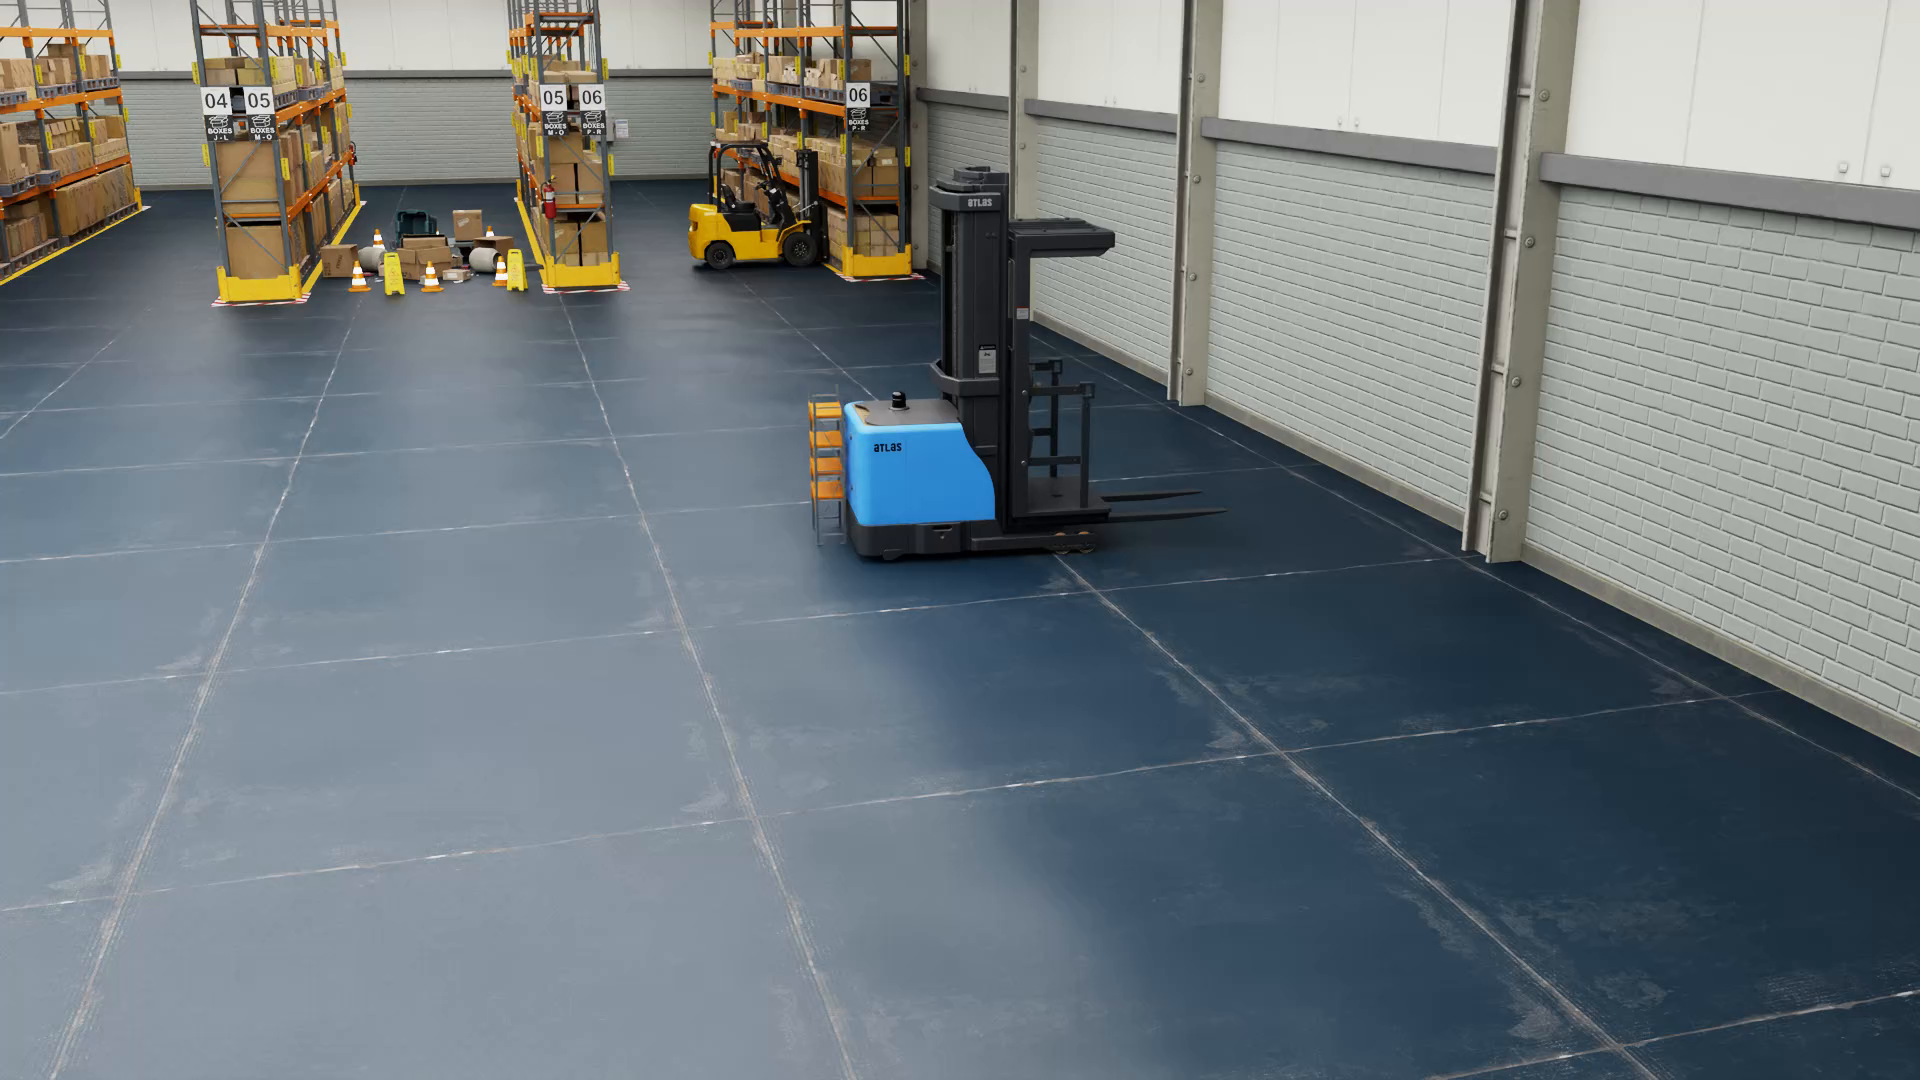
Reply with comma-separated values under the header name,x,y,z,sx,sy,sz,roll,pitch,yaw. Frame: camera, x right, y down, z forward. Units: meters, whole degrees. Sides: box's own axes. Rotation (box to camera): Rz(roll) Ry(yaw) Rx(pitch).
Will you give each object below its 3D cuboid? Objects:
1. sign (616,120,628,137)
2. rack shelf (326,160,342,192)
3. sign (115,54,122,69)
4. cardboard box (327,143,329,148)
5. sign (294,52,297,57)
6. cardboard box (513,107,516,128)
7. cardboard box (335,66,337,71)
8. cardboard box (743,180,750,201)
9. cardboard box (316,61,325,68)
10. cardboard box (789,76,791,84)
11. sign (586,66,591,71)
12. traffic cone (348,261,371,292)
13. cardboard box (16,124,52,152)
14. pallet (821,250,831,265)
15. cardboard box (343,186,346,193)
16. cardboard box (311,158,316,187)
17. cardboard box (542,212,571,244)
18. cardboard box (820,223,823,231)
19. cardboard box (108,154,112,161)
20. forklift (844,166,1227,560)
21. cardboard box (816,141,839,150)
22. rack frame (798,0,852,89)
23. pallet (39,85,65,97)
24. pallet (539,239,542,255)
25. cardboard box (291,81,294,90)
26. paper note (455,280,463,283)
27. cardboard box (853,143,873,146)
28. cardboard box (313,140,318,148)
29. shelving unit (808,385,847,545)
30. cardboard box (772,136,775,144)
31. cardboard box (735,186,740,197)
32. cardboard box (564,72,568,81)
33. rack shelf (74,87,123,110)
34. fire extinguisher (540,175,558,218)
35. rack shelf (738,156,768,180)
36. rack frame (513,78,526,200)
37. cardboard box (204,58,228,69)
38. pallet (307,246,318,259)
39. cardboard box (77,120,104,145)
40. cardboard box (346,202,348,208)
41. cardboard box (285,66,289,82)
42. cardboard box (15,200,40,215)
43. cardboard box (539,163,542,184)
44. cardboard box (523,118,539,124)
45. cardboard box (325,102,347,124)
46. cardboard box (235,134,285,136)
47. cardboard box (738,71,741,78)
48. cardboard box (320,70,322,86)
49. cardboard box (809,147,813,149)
name,x,y,z,sx,sy,sz,roll,pitch,yaw
sign,-9.699,-11.806,47.706,0.329,0.494,0.001,-5,17,-15
rack shelf,-13.688,-7.648,34.949,1.077,0.370,4.000,-5,17,-15
sign,-19.608,-11.150,38.741,0.100,0.325,0.005,-5,17,-15
cardboard box,-13.720,-8.458,35.583,0.380,0.149,0.250,-5,18,-17
sign,-15.858,-11.464,39.670,0.100,0.325,0.005,-5,17,-15
cardboard box,-10.747,-10.443,41.091,0.500,0.500,0.500,-5,17,-16
cardboard box,-14.558,-10.725,38.121,0.500,0.250,0.500,-5,18,-18
cardboard box,-4.818,-8.211,39.187,0.500,0.500,0.500,-4,17,-13
cardboard box,-14.085,-10.440,36.480,0.380,0.149,0.250,-5,17,-16
cardboard box,-3.130,-8.991,32.489,0.380,0.149,0.250,-5,17,-15
sign,-6.788,-8.481,30.360,0.100,0.325,0.005,-5,17,-15
traffic cone,-9.720,-4.271,26.865,0.336,0.463,0.334,-5,17,-15
cardboard box,-18.120,-7.807,32.310,0.797,0.503,0.637,-4,17,-13
pallet,-2.019,-5.249,30.558,1.003,0.211,1.213,-5,17,-15
cardboard box,-14.354,-8.072,38.302,0.380,0.149,0.250,-4,17,-14
cardboard box,-12.064,-6.687,30.326,0.500,0.500,0.500,-5,17,-15
cardboard box,-7.105,-5.520,29.361,0.500,0.500,0.500,-4,17,-12
cardboard box,-2.294,-5.692,30.368,0.500,0.250,0.500,-5,17,-15
cardboard box,-19.152,-8.528,37.064,0.380,0.149,0.250,-4,17,-15
forklift,0.618,-1.438,13.145,3.031,2.935,1.130,-3,17,-11
cardboard box,-2.427,-7.251,30.559,0.380,0.149,0.250,-5,17,-16
rack frame,-2.536,-10.019,31.163,1.000,3.000,0.127,-5,17,-15
pallet,-18.473,-8.904,32.995,1.003,0.211,1.213,-4,17,-13
pallet,-7.523,-5.632,31.834,1.003,0.211,1.213,-5,17,-15
cardboard box,-11.489,-7.682,28.129,0.380,0.149,0.250,-4,17,-14
paper note,-8.382,-4.328,27.807,0.148,0.019,0.142,-12,20,-34
cardboard box,-1.721,-7.080,29.990,0.380,0.149,0.250,-5,17,-15
cardboard box,-13.080,-7.949,33.374,0.380,0.149,0.250,-5,17,-15
shelving unit,-1.067,-0.609,13.393,0.258,1.200,0.503,-3,17,-8
cardboard box,-3.756,-8.425,34.985,0.380,0.149,0.250,-4,17,-14
cardboard box,-5.268,-8.480,40.490,0.396,0.266,0.258,-4,17,-13
cardboard box,-6.709,-8.093,29.016,0.380,0.149,0.250,-5,17,-16
rack shelf,-19.584,-9.827,36.988,1.077,0.370,4.000,-5,17,-15
fire extinguisher,-6.620,-5.541,26.817,0.296,0.674,0.183,-5,17,-15
rack shelf,-4.185,-8.461,37.655,1.077,0.370,4.000,-5,17,-15
rack frame,-10.605,-10.071,41.766,1.000,3.000,0.127,-5,17,-15
cardboard box,-11.359,-7.240,25.273,0.380,0.149,0.250,-5,17,-15
pallet,-12.323,-5.205,30.412,1.003,0.211,1.213,-5,17,-15
cardboard box,-19.048,-8.901,36.309,0.500,0.500,0.500,-5,17,-15
cardboard box,-14.102,-7.581,37.702,0.380,0.149,0.250,-4,17,-14
cardboard box,-11.383,-7.695,27.480,0.500,0.250,0.500,-5,17,-16
cardboard box,-17.722,-6.265,31.371,0.500,0.250,0.500,-4,17,-13
cardboard box,-6.889,-6.242,28.327,0.500,0.500,0.500,-5,17,-16
cardboard box,-8.949,-8.649,35.119,0.500,0.500,0.500,-4,17,-14
cardboard box,-14.972,-10.214,39.814,0.500,0.500,0.500,-5,17,-16
cardboard box,-11.538,-6.368,27.299,0.875,0.550,0.500,-5,17,-15
cardboard box,-4.846,-10.596,37.833,0.380,0.149,0.250,-4,17,-14
cardboard box,-13.184,-9.240,33.612,0.500,0.500,0.500,-5,17,-15
cardboard box,-2.628,-7.324,31.318,0.380,0.149,0.250,-4,17,-14
